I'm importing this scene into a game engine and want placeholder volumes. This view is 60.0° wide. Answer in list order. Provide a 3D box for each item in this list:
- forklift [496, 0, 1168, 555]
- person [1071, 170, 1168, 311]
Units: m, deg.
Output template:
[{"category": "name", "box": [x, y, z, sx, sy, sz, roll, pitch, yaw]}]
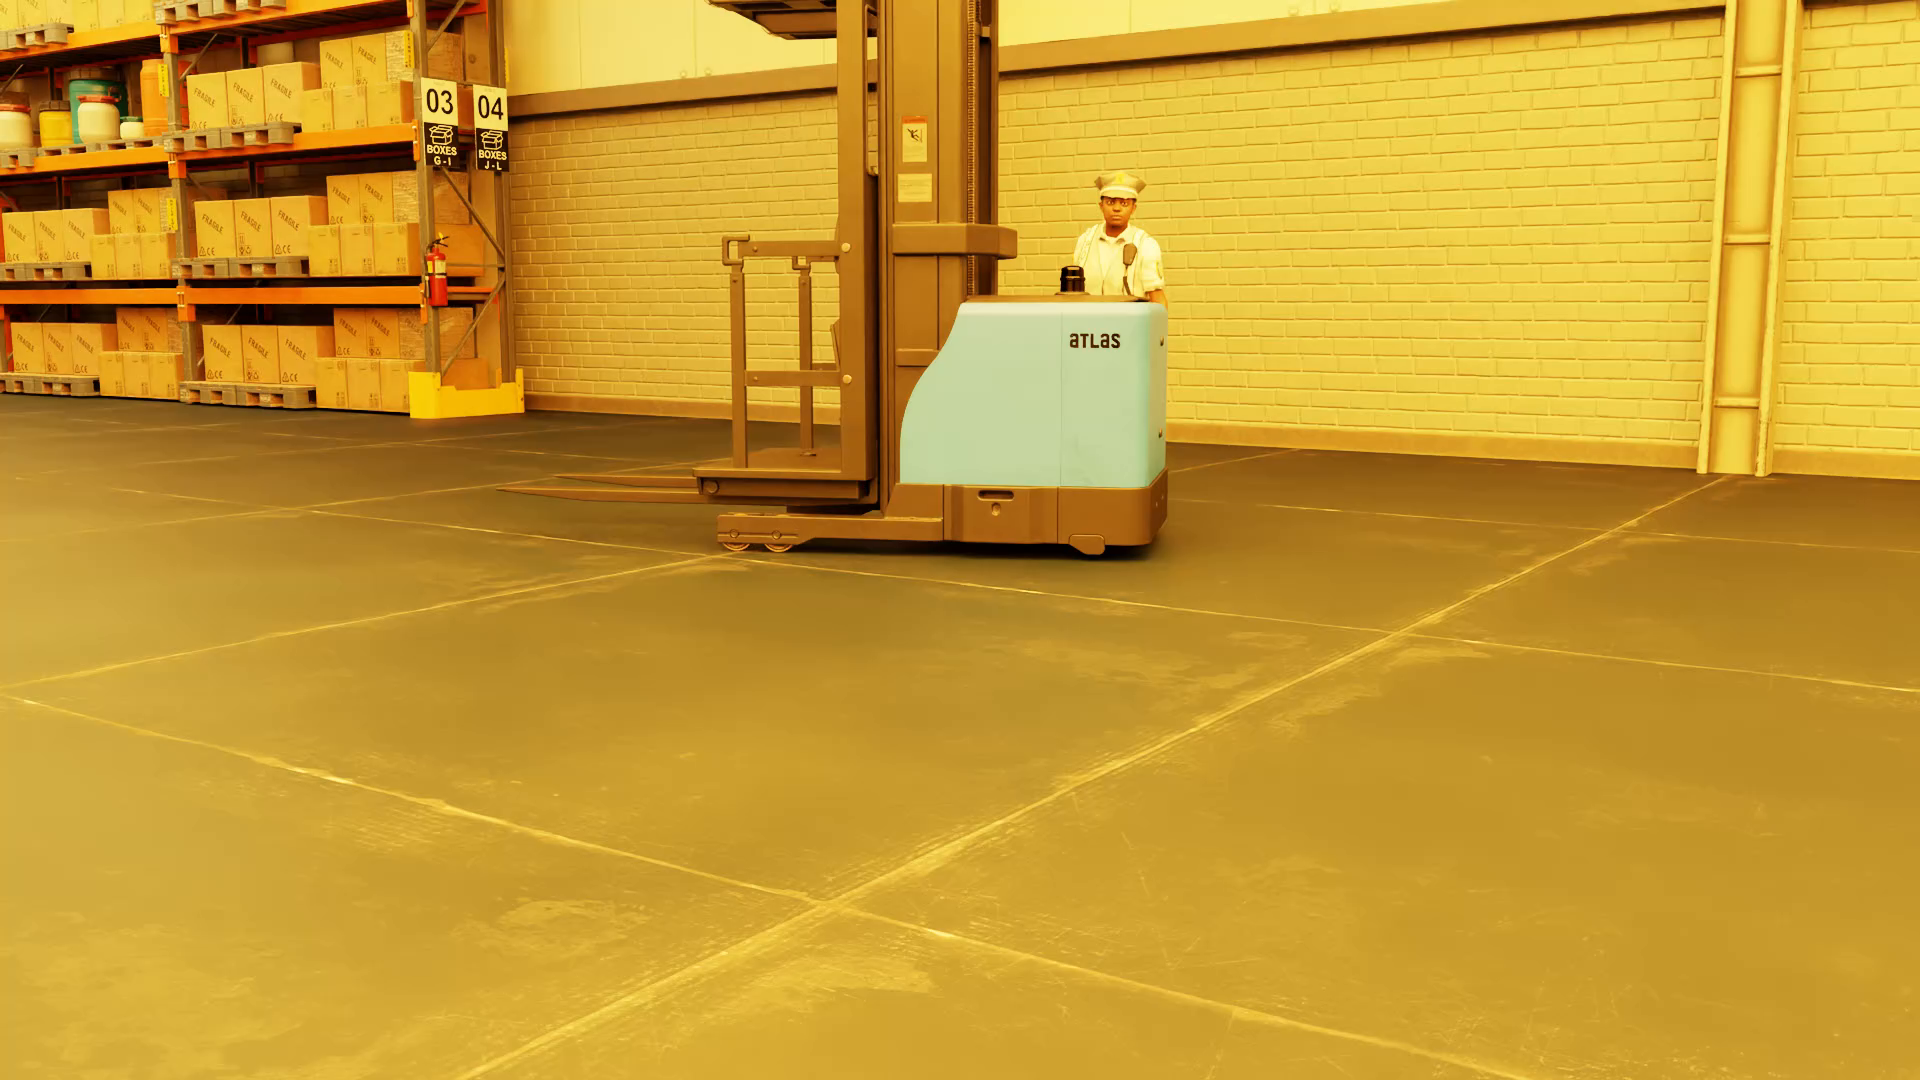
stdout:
[{"category": "forklift", "box": [-0.596, -1.469, 7.520, 3.031, 2.935, 1.130, 2, 8, 12]}, {"category": "person", "box": [0.678, -0.907, 7.957, 0.572, 1.682, 0.567, 3, 9, 19]}]
